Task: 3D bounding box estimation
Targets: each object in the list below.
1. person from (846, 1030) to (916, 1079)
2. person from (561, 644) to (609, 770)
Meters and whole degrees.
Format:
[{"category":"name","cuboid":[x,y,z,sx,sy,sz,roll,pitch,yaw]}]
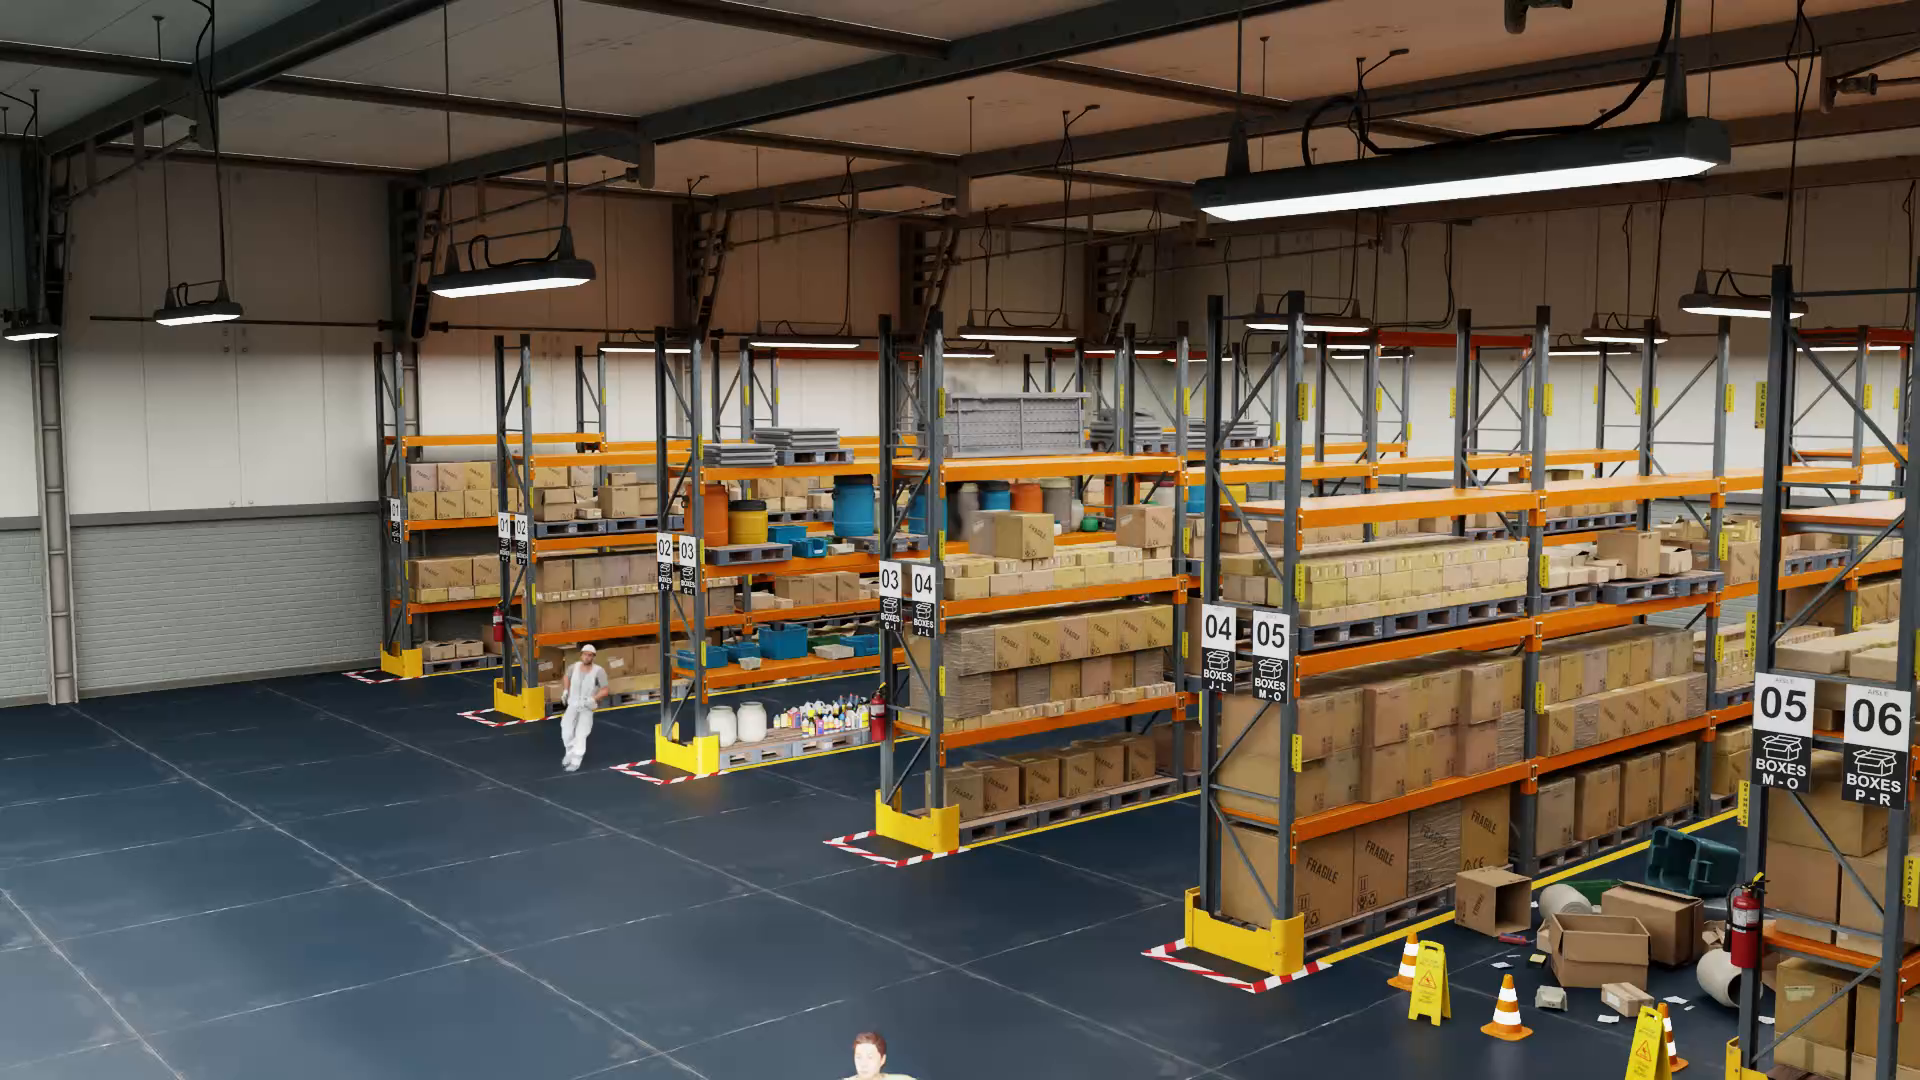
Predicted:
[{"category":"person","cuboid":[-0.470,3.524,9.088,0.578,1.698,0.819,1,5,7]},{"category":"person","cuboid":[-5.066,2.267,22.365,0.701,1.731,0.550,0,5,3]}]
